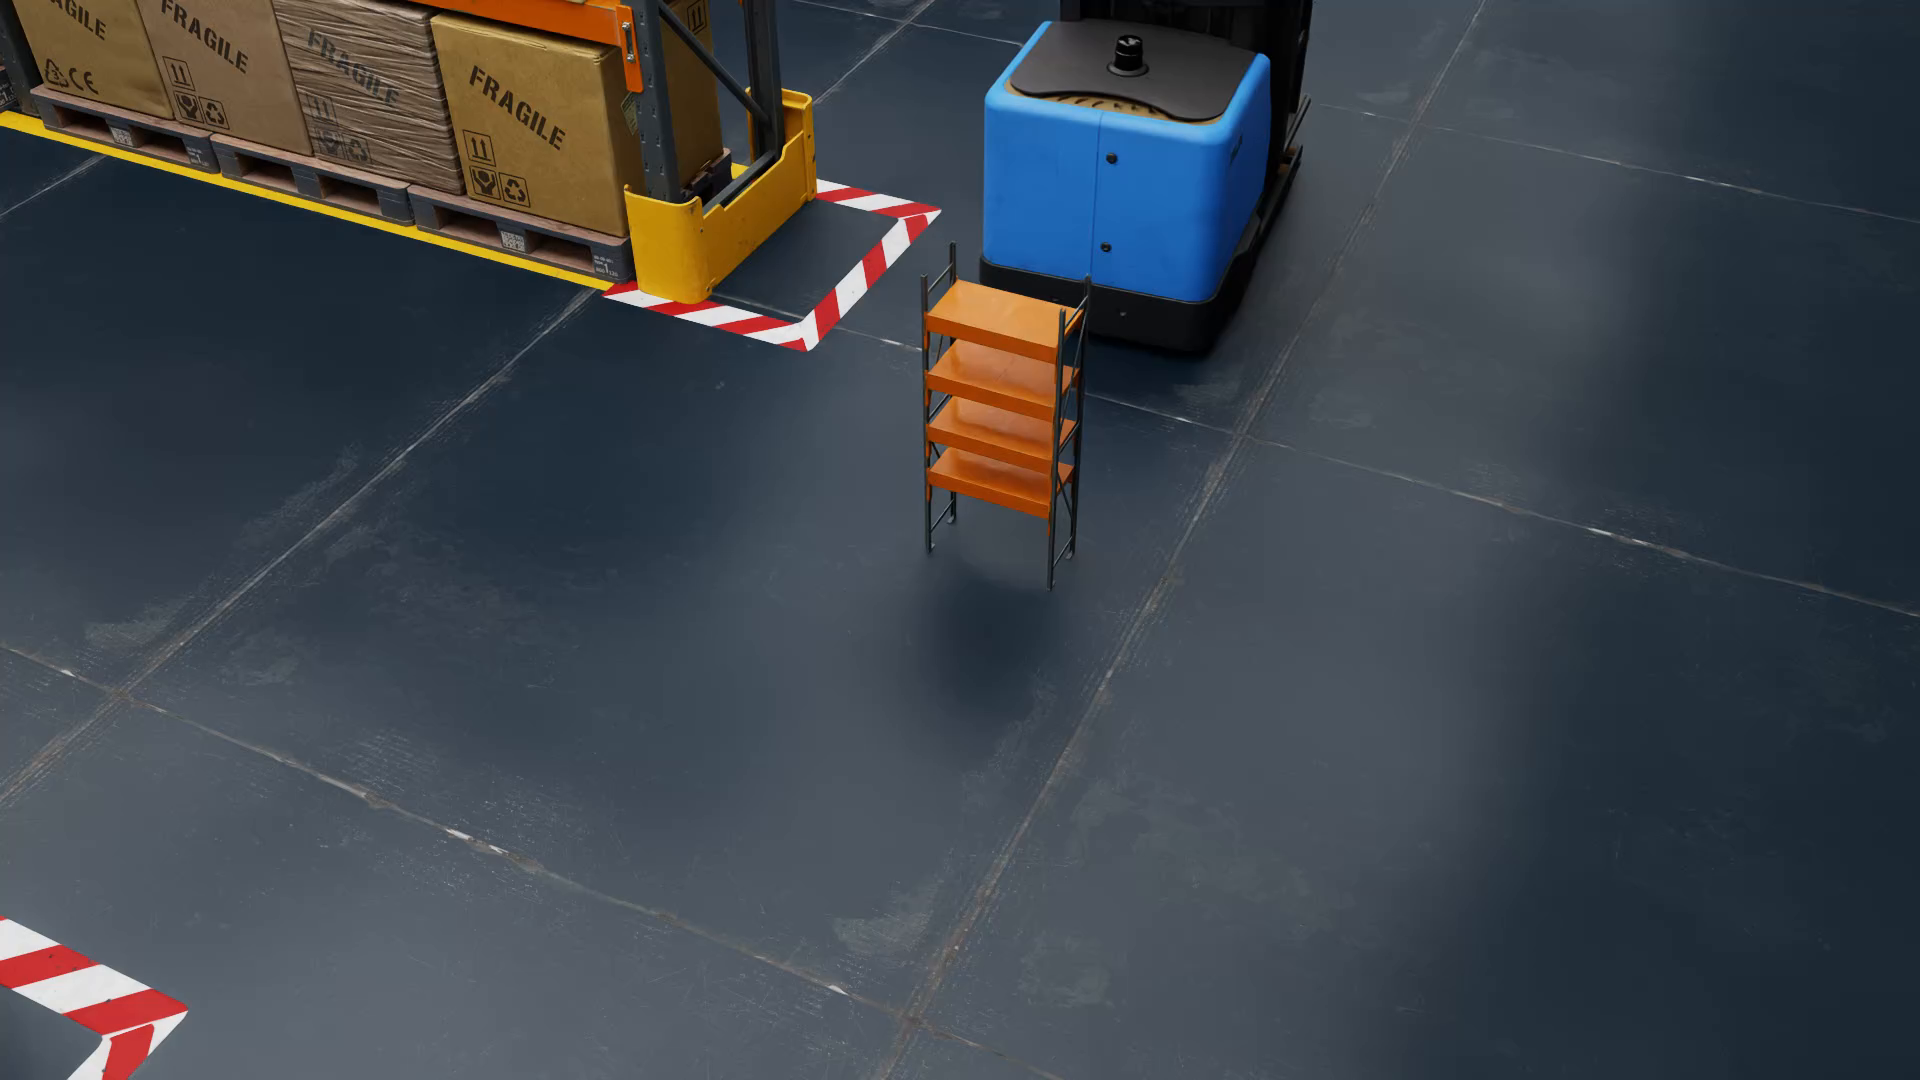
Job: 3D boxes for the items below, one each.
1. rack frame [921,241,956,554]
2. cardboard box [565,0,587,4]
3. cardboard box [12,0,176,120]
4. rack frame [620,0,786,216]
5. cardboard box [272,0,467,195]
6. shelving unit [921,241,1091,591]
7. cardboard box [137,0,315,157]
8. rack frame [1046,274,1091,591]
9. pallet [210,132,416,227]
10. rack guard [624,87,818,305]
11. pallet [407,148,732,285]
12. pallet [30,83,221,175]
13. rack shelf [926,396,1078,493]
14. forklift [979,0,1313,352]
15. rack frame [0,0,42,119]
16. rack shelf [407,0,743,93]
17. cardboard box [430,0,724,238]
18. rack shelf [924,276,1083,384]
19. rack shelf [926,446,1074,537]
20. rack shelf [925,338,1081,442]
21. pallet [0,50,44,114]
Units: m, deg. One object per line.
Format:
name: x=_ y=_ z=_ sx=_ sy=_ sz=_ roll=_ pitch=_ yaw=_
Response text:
rack frame: x=-0.071 y=-0.475 z=5.882 sx=0.015 sy=1.200 sz=0.240 roll=17 pitch=44 yaw=19
cardboard box: x=-1.570 y=-2.386 z=6.905 sx=0.250 sy=0.149 sz=0.380 roll=18 pitch=44 yaw=19
cardboard box: x=-4.169 y=-2.811 z=8.505 sx=0.875 sy=0.875 sz=0.875 roll=17 pitch=44 yaw=19
rack frame: x=-1.108 y=-2.578 z=6.934 sx=0.127 sy=3.000 sz=1.000 roll=17 pitch=44 yaw=19
cardboard box: x=-2.547 y=-2.315 z=7.933 sx=0.875 sy=0.875 sz=0.875 roll=17 pitch=44 yaw=19
shelving unit: x=0.150 y=-0.408 z=5.804 sx=0.503 sy=1.200 sz=0.258 roll=17 pitch=44 yaw=19
cardboard box: x=-3.353 y=-2.562 z=8.217 sx=0.875 sy=0.875 sz=0.875 roll=17 pitch=44 yaw=19
rack frame: x=0.371 y=-0.340 z=5.726 sx=0.015 sy=1.200 sz=0.240 roll=17 pitch=44 yaw=19
pallet: x=-2.968 y=-2.038 z=8.440 sx=1.213 sy=0.211 sz=1.003 roll=17 pitch=44 yaw=19
rack guard: x=-1.087 y=-1.627 z=7.745 sx=0.348 sy=0.500 sz=1.175 roll=17 pitch=44 yaw=19
pallet: x=-1.866 y=-1.699 z=8.049 sx=1.213 sy=0.211 sz=1.003 roll=17 pitch=44 yaw=19
pallet: x=-4.077 y=-2.375 z=8.829 sx=1.213 sy=0.211 sz=1.003 roll=17 pitch=44 yaw=19
rack shelf: x=0.150 y=-0.357 z=5.848 sx=0.480 sy=0.148 sz=0.258 roll=17 pitch=44 yaw=19
forklift: x=1.073 y=-2.882 z=7.337 sx=1.130 sy=2.935 sz=3.031 roll=14 pitch=43 yaw=15
rack frame: x=-4.733 y=-3.686 z=8.212 sx=0.127 sy=3.000 sz=1.000 roll=17 pitch=44 yaw=19
rack shelf: x=-2.921 y=-2.860 z=7.809 sx=4.000 sy=0.370 sz=1.077 roll=17 pitch=44 yaw=19
cardboard box: x=-1.722 y=-2.063 z=7.642 sx=0.875 sy=0.875 sz=0.875 roll=17 pitch=44 yaw=19
rack shelf: x=0.150 y=-0.704 z=5.547 sx=0.480 sy=0.148 sz=0.258 roll=17 pitch=44 yaw=19
rack shelf: x=0.150 y=-0.207 z=5.978 sx=0.480 sy=0.148 sz=0.258 roll=17 pitch=44 yaw=19
rack shelf: x=0.150 y=-0.526 z=5.702 sx=0.480 sy=0.148 sz=0.258 roll=17 pitch=44 yaw=19
pallet: x=-5.464 y=-2.801 z=9.320 sx=1.213 sy=0.211 sz=1.003 roll=17 pitch=44 yaw=19
